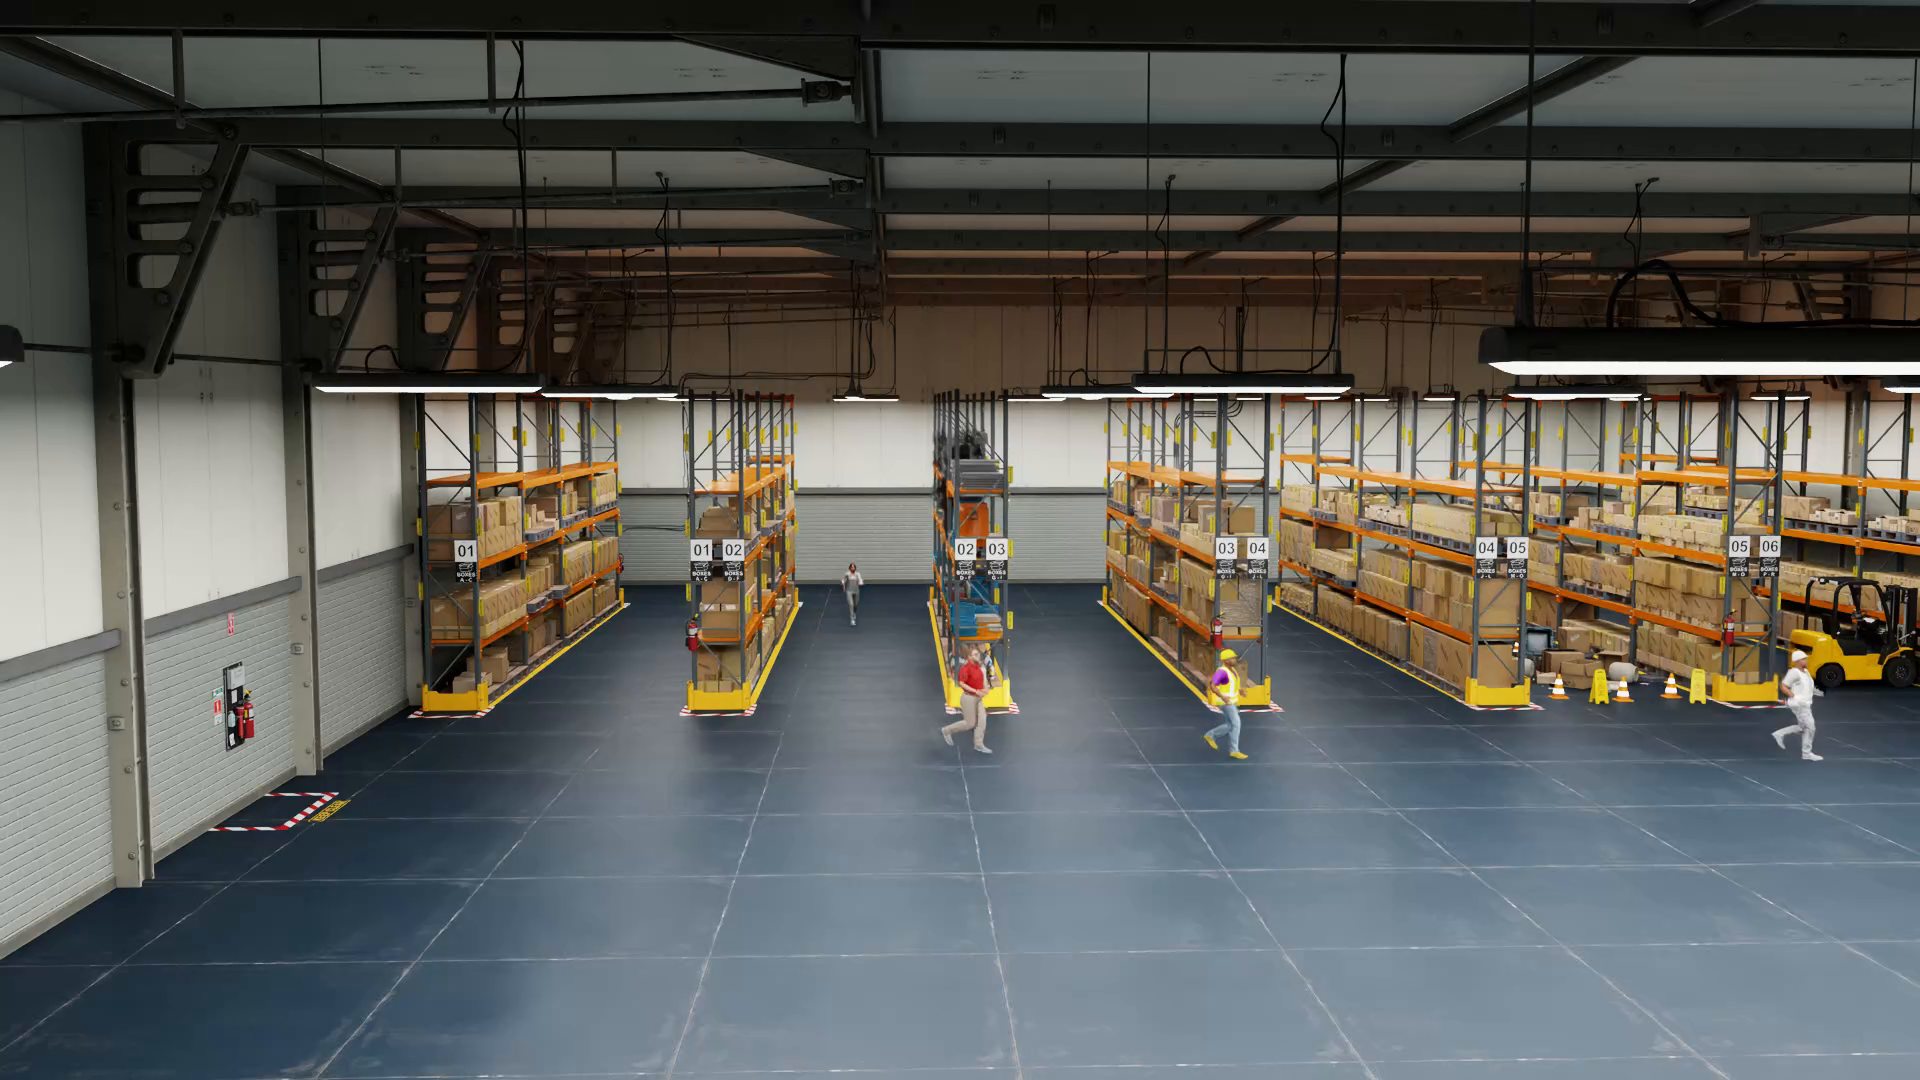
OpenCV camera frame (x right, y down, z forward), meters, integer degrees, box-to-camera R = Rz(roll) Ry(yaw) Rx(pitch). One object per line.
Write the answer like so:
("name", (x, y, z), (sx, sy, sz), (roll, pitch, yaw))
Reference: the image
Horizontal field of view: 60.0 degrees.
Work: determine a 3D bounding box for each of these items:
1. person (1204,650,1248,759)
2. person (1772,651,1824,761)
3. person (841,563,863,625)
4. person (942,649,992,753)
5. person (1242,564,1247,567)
("person", (4.309, 2.649, 27.009), (0.777, 1.754, 0.707), (2, 5, 26))
("person", (13.537, 2.662, 26.861), (0.818, 1.750, 0.685), (5, 7, 44))
("person", (-2.792, 1.386, 43.223), (0.539, 1.581, 0.891), (-1, 5, -12))
("person", (0.152, 2.646, 27.483), (0.834, 1.726, 0.670), (2, 5, 26))
("person", (7.773, 1.153, 45.188), (0.629, 1.834, 0.779), (-1, 5, -14))
